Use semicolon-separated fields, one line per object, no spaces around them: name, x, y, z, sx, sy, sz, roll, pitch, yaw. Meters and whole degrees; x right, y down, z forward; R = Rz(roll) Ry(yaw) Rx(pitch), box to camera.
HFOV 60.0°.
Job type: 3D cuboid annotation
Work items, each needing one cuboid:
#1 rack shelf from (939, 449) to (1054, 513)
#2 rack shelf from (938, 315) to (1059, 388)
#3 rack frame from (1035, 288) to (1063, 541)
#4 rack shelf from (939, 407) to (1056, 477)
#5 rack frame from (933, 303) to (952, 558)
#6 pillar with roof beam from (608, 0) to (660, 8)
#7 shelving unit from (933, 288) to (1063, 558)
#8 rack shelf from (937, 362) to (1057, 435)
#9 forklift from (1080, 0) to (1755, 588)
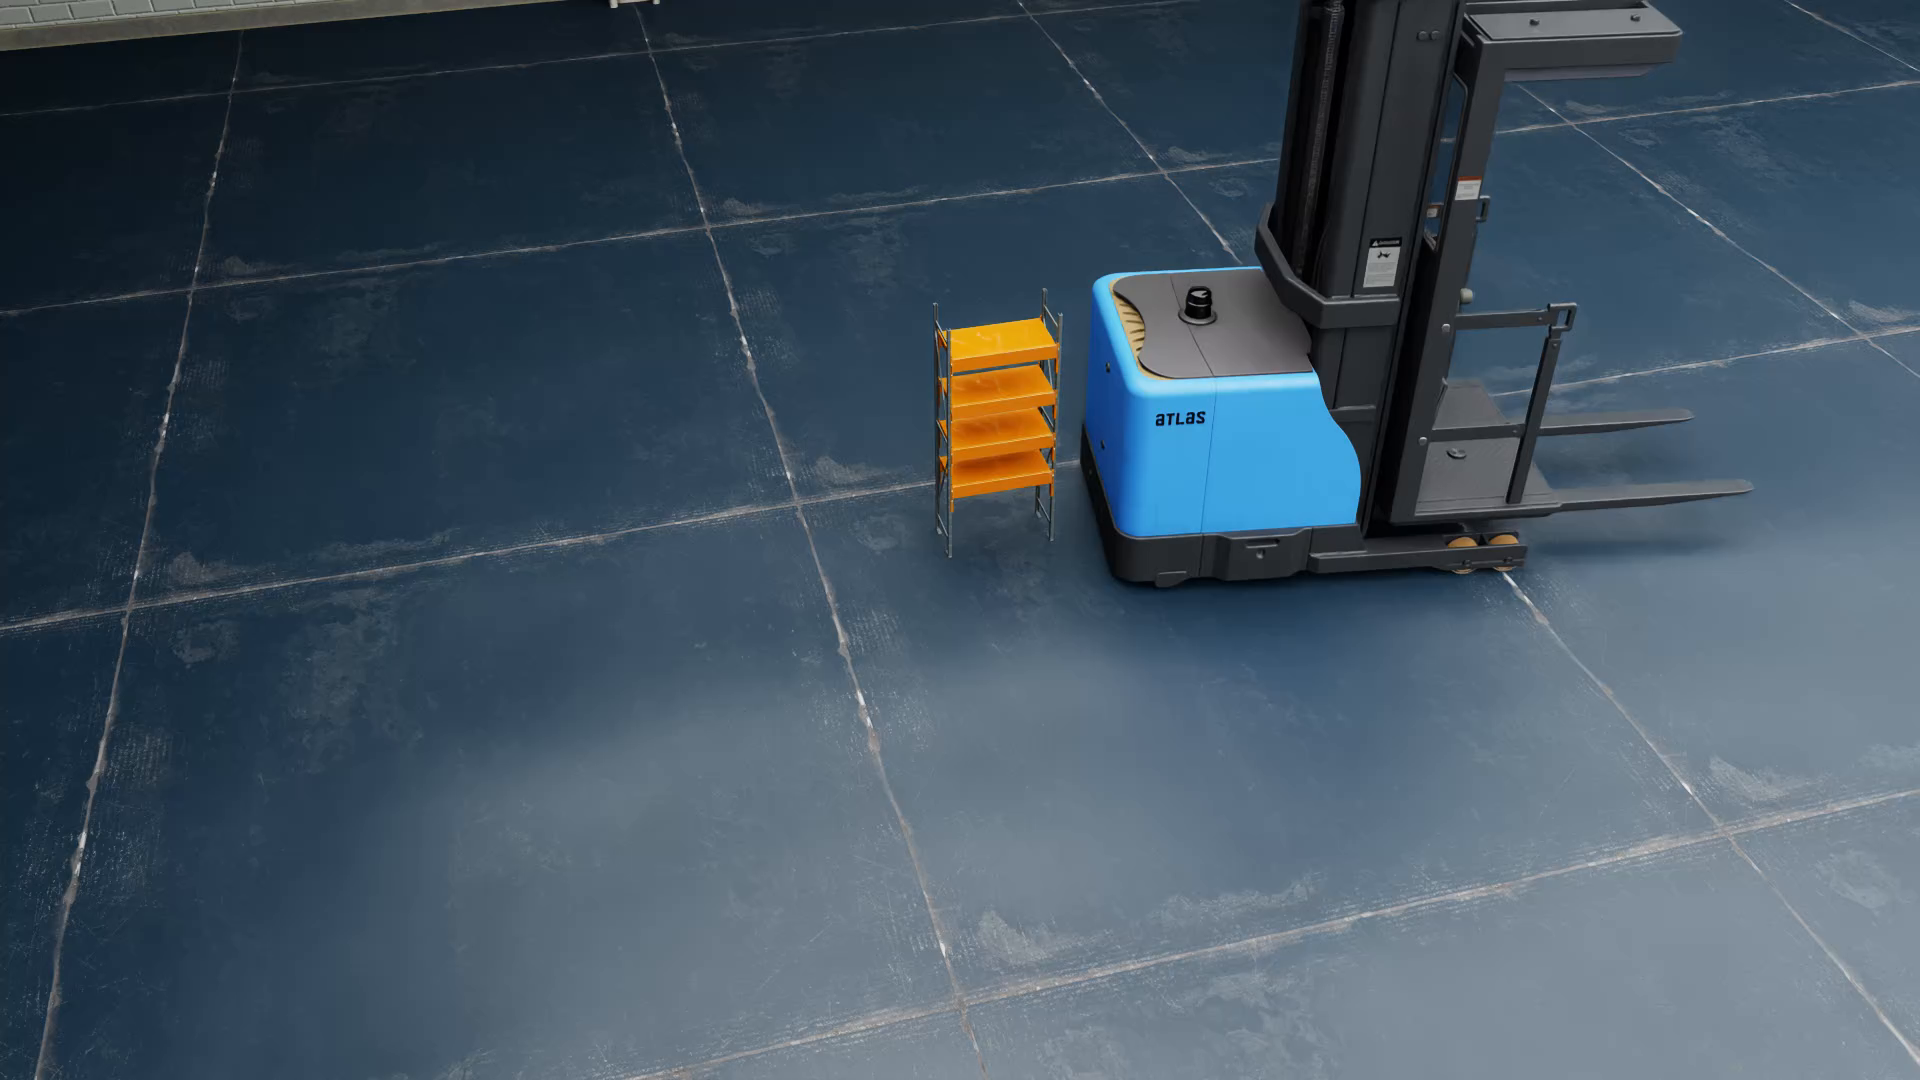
rack shelf;0.160;-0.292;7.581;0.480;0.148;0.258;-9;38;-12
rack shelf;0.160;-0.815;7.181;0.480;0.148;0.258;-9;38;-12
rack frame;0.395;-0.541;7.470;0.015;1.200;0.240;-9;38;-12
rack shelf;0.160;-0.449;7.461;0.480;0.148;0.258;-9;38;-12
rack frame;-0.076;-0.464;7.369;0.015;1.200;0.240;-9;38;-12
pillar with roof beam;-1.527;-5.434;7.448;0.400;9.000;9.100;-9;38;-12
shelving unit;0.160;-0.503;7.420;0.503;1.200;0.258;-9;38;-12
rack shelf;0.160;-0.627;7.325;0.480;0.148;0.258;-9;38;-12
forklift;2.139;-1.328;7.073;3.031;2.935;1.130;-4;38;-5
